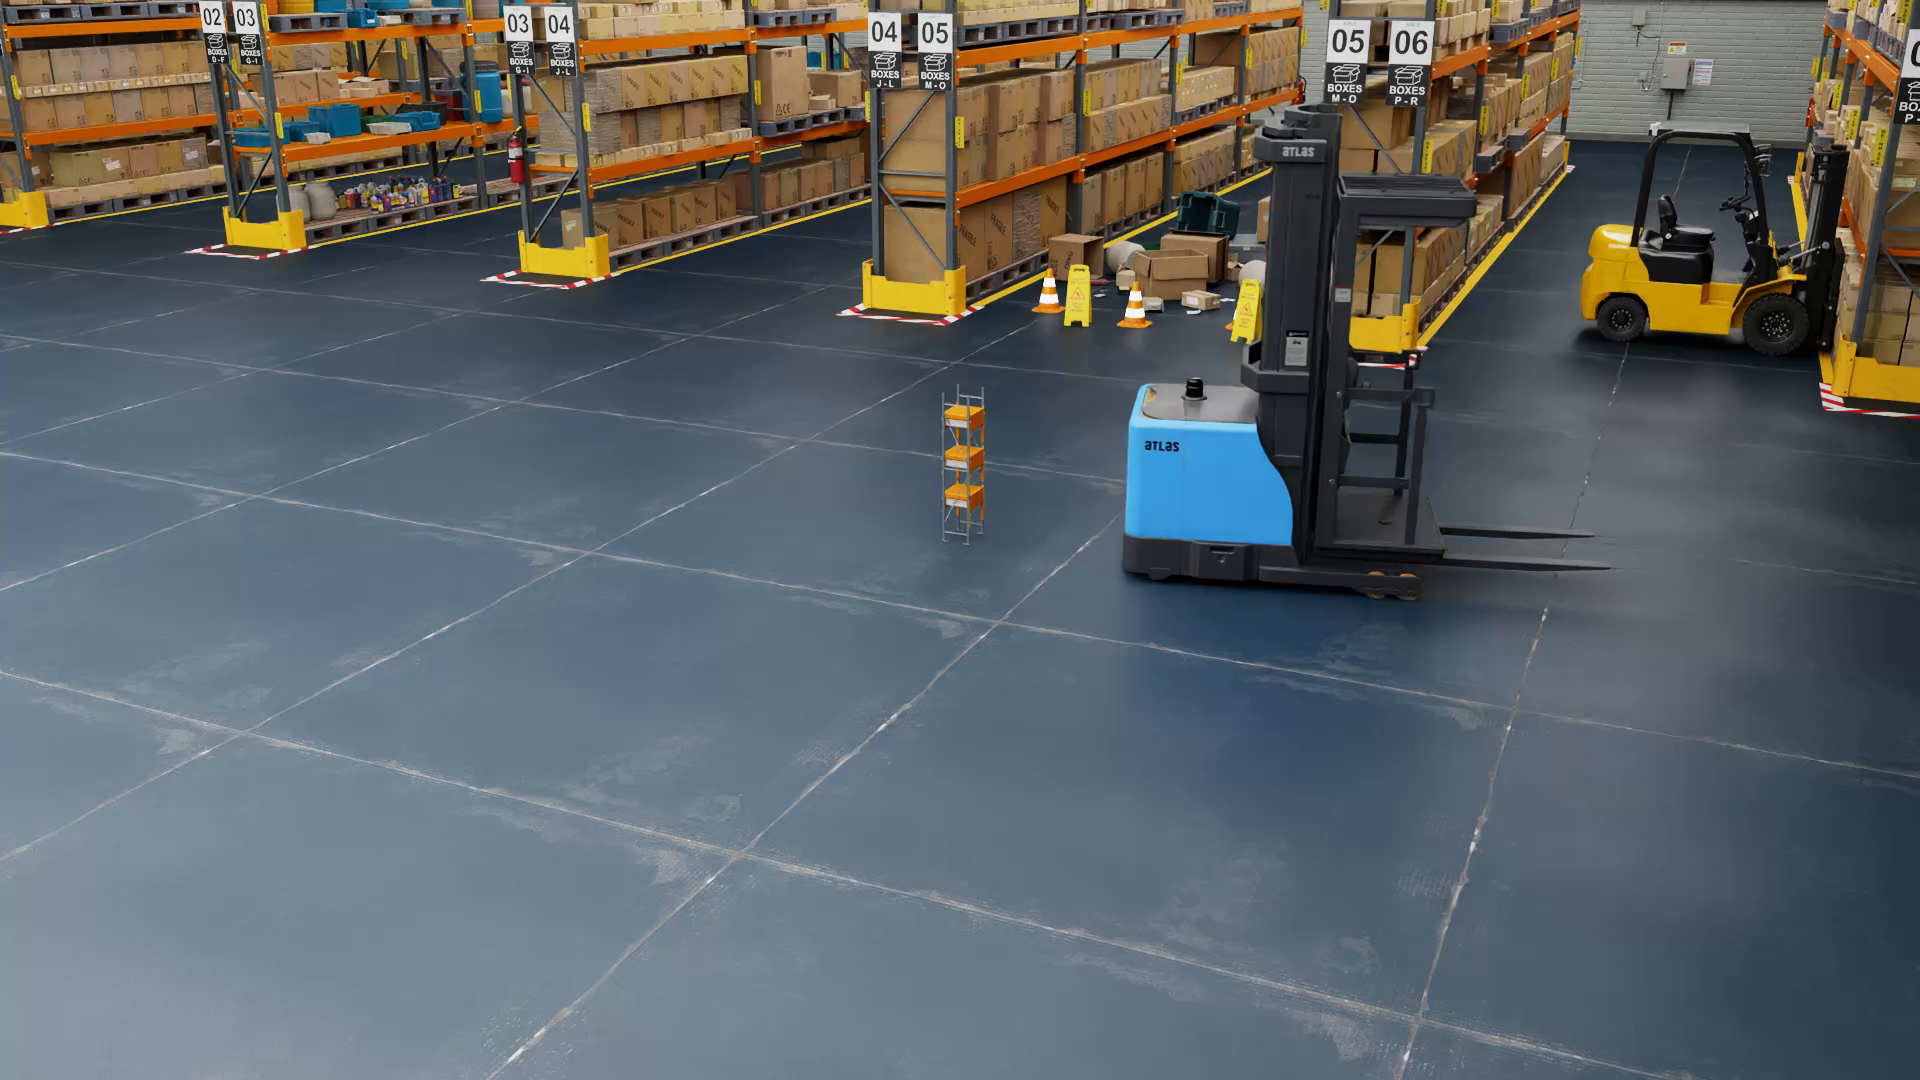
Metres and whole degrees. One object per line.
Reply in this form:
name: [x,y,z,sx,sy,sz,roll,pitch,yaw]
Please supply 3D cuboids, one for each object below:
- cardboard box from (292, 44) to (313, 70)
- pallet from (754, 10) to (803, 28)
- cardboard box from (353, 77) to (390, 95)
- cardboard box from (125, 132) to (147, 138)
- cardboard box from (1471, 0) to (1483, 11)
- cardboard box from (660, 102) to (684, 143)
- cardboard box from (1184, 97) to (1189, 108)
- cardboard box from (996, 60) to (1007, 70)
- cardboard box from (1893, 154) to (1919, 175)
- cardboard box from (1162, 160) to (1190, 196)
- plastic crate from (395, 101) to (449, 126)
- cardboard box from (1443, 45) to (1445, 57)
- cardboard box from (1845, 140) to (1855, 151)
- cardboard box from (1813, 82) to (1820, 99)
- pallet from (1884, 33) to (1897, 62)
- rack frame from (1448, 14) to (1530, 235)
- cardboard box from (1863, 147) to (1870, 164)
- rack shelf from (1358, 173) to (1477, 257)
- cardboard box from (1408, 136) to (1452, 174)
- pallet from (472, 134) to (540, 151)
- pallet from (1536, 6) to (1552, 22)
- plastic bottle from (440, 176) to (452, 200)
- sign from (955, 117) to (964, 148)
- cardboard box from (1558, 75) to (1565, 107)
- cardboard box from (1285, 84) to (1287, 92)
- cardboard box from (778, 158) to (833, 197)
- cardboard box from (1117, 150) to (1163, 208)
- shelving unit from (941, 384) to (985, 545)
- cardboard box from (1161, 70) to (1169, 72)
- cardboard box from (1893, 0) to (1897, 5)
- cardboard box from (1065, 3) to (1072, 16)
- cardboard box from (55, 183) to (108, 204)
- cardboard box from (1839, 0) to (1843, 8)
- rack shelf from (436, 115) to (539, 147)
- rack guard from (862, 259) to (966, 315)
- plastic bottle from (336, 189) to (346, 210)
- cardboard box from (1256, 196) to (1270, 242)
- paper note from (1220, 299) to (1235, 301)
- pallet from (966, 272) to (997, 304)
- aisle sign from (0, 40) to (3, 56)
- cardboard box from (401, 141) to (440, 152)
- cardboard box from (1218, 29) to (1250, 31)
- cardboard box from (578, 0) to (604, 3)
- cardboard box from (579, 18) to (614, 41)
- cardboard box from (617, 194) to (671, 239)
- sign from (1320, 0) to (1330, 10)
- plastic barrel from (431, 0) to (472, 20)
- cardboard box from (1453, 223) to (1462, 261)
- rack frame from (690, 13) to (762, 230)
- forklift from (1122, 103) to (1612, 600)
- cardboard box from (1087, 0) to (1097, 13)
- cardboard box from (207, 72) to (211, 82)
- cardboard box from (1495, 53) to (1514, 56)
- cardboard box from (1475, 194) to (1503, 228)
cardboard box: [-14.008,-10.172,34.972,0.500,0.500,0.500,9,21,23]
pallet: [-3.005,-7.475,23.816,1.213,0.211,1.003,9,21,23]
cardboard box: [-10.942,-8.412,30.780,0.500,0.311,0.500,10,22,26]
cardboard box: [-16.016,-7.743,31.839,0.700,0.500,0.500,8,21,22]
cardboard box: [5.544,-5.906,18.307,0.380,0.149,0.250,9,22,24]
cardboard box: [-4.188,-5.573,22.069,0.875,0.500,0.500,9,21,23]
cardboard box: [3.354,-6.841,25.976,0.380,0.149,0.250,10,22,25]
cardboard box: [0.559,-9.106,31.257,0.500,0.500,0.500,9,21,23]
cardboard box: [8.533,-3.345,14.837,0.380,0.149,0.250,9,21,23]
cardboard box: [3.289,-5.689,26.093,0.500,0.500,0.500,8,21,20]
plastic crate: [-8.204,-6.484,25.318,0.767,0.338,0.504,9,21,23]
cardboard box: [4.725,-4.994,16.932,0.380,0.149,0.250,8,21,22]
cardboard box: [10.388,-4.445,18.969,0.500,0.250,0.500,8,21,21]
cardboard box: [14.699,-7.573,28.066,0.500,0.250,0.500,9,21,23]
pallet: [9.390,-4.672,15.786,1.003,0.211,1.213,9,21,23]
rack frame: [7.324,-5.839,23.412,1.000,3.000,0.127,9,21,23]
cardboard box: [9.295,-3.841,16.675,0.380,0.149,0.250,8,21,21]
rack shelf: [4.867,-3.666,18.375,1.077,0.370,4.000,9,21,23]
cardboard box: [4.912,-4.003,17.654,0.500,0.500,0.500,8,21,22]
pallet: [-9.413,-8.215,34.253,1.003,0.211,1.213,9,21,23]
pallet: [8.632,-8.098,25.573,0.805,0.209,1.217,8,21,21]
plastic bottle: [-7.874,-5.379,25.414,0.144,0.351,0.185,8,21,21]
sign: [-0.005,-4.409,17.981,0.100,0.325,0.005,9,21,23]
cardboard box: [10.024,-7.679,28.435,0.500,0.500,0.500,9,22,24]
cardboard box: [5.942,-8.527,31.344,0.380,0.149,0.250,8,21,22]
cardboard box: [-2.414,-5.676,26.025,0.700,0.500,0.500,11,22,27]
cardboard box: [2.435,-5.452,25.053,1.050,0.750,0.750,8,21,22]
shelving unit: [0.022,-0.511,11.339,0.215,1.050,0.252,9,21,23]
cardboard box: [3.295,-7.618,27.272,0.380,0.149,0.250,9,22,25]
cardboard box: [9.322,-5.063,15.821,0.797,0.503,0.637,9,22,24]
cardboard box: [1.169,-6.573,20.596,0.380,0.149,0.250,9,21,24]
cardboard box: [-13.405,-5.303,25.381,0.500,0.250,0.500,9,21,23]
cardboard box: [12.479,-7.496,23.194,0.380,0.149,0.250,9,22,24]
rack shelf: [-7.054,-6.928,27.548,1.077,0.370,4.000,9,21,23]
rack guard: [-0.519,-2.857,18.757,1.175,0.500,0.348,9,21,23]
plastic bottle: [-9.128,-5.021,24.507,0.061,0.283,0.133,9,22,24]
cardboard box: [4.050,-4.031,20.927,0.500,0.500,0.500,9,21,23]
paper note: [3.104,-2.791,19.288,0.148,0.019,0.142,18,26,41]
pallet: [-0.253,-2.983,19.543,1.003,0.211,1.213,9,21,23]
aisle sign: [-13.776,-7.277,23.574,0.394,0.787,0.004,9,21,23]
cardboard box: [-10.306,-7.689,31.687,0.500,0.500,0.500,10,22,25]
cardboard box: [4.977,-9.024,30.280,0.500,0.500,0.500,8,21,21]
cardboard box: [-4.589,-7.098,21.136,0.500,0.500,0.500,9,21,23]
cardboard box: [-4.560,-6.208,20.196,0.500,0.250,0.500,9,22,24]
cardboard box: [-4.235,-4.339,22.296,0.500,0.500,0.500,11,22,28]
sign: [3.550,-5.307,16.116,0.100,0.325,0.005,9,21,23]
plastic barrel: [-7.863,-8.491,25.642,0.600,0.901,0.708,9,21,23]
cardboard box: [5.482,-3.499,19.188,0.500,0.500,0.500,9,21,24]
rack frame: [-3.355,-5.976,23.797,1.000,3.000,0.127,9,21,23]
forklift: [2.614,-1.195,10.456,3.031,2.935,1.130,3,20,9]
cardboard box: [1.604,-7.010,21.652,0.258,0.266,0.396,8,21,22]
cardboard box: [-12.307,-7.577,27.181,0.380,0.149,0.250,9,21,23]
cardboard box: [8.337,-7.326,25.951,0.500,0.500,0.500,8,21,22]
cardboard box: [7.084,-4.628,23.300,0.950,0.372,0.625,7,21,19]
